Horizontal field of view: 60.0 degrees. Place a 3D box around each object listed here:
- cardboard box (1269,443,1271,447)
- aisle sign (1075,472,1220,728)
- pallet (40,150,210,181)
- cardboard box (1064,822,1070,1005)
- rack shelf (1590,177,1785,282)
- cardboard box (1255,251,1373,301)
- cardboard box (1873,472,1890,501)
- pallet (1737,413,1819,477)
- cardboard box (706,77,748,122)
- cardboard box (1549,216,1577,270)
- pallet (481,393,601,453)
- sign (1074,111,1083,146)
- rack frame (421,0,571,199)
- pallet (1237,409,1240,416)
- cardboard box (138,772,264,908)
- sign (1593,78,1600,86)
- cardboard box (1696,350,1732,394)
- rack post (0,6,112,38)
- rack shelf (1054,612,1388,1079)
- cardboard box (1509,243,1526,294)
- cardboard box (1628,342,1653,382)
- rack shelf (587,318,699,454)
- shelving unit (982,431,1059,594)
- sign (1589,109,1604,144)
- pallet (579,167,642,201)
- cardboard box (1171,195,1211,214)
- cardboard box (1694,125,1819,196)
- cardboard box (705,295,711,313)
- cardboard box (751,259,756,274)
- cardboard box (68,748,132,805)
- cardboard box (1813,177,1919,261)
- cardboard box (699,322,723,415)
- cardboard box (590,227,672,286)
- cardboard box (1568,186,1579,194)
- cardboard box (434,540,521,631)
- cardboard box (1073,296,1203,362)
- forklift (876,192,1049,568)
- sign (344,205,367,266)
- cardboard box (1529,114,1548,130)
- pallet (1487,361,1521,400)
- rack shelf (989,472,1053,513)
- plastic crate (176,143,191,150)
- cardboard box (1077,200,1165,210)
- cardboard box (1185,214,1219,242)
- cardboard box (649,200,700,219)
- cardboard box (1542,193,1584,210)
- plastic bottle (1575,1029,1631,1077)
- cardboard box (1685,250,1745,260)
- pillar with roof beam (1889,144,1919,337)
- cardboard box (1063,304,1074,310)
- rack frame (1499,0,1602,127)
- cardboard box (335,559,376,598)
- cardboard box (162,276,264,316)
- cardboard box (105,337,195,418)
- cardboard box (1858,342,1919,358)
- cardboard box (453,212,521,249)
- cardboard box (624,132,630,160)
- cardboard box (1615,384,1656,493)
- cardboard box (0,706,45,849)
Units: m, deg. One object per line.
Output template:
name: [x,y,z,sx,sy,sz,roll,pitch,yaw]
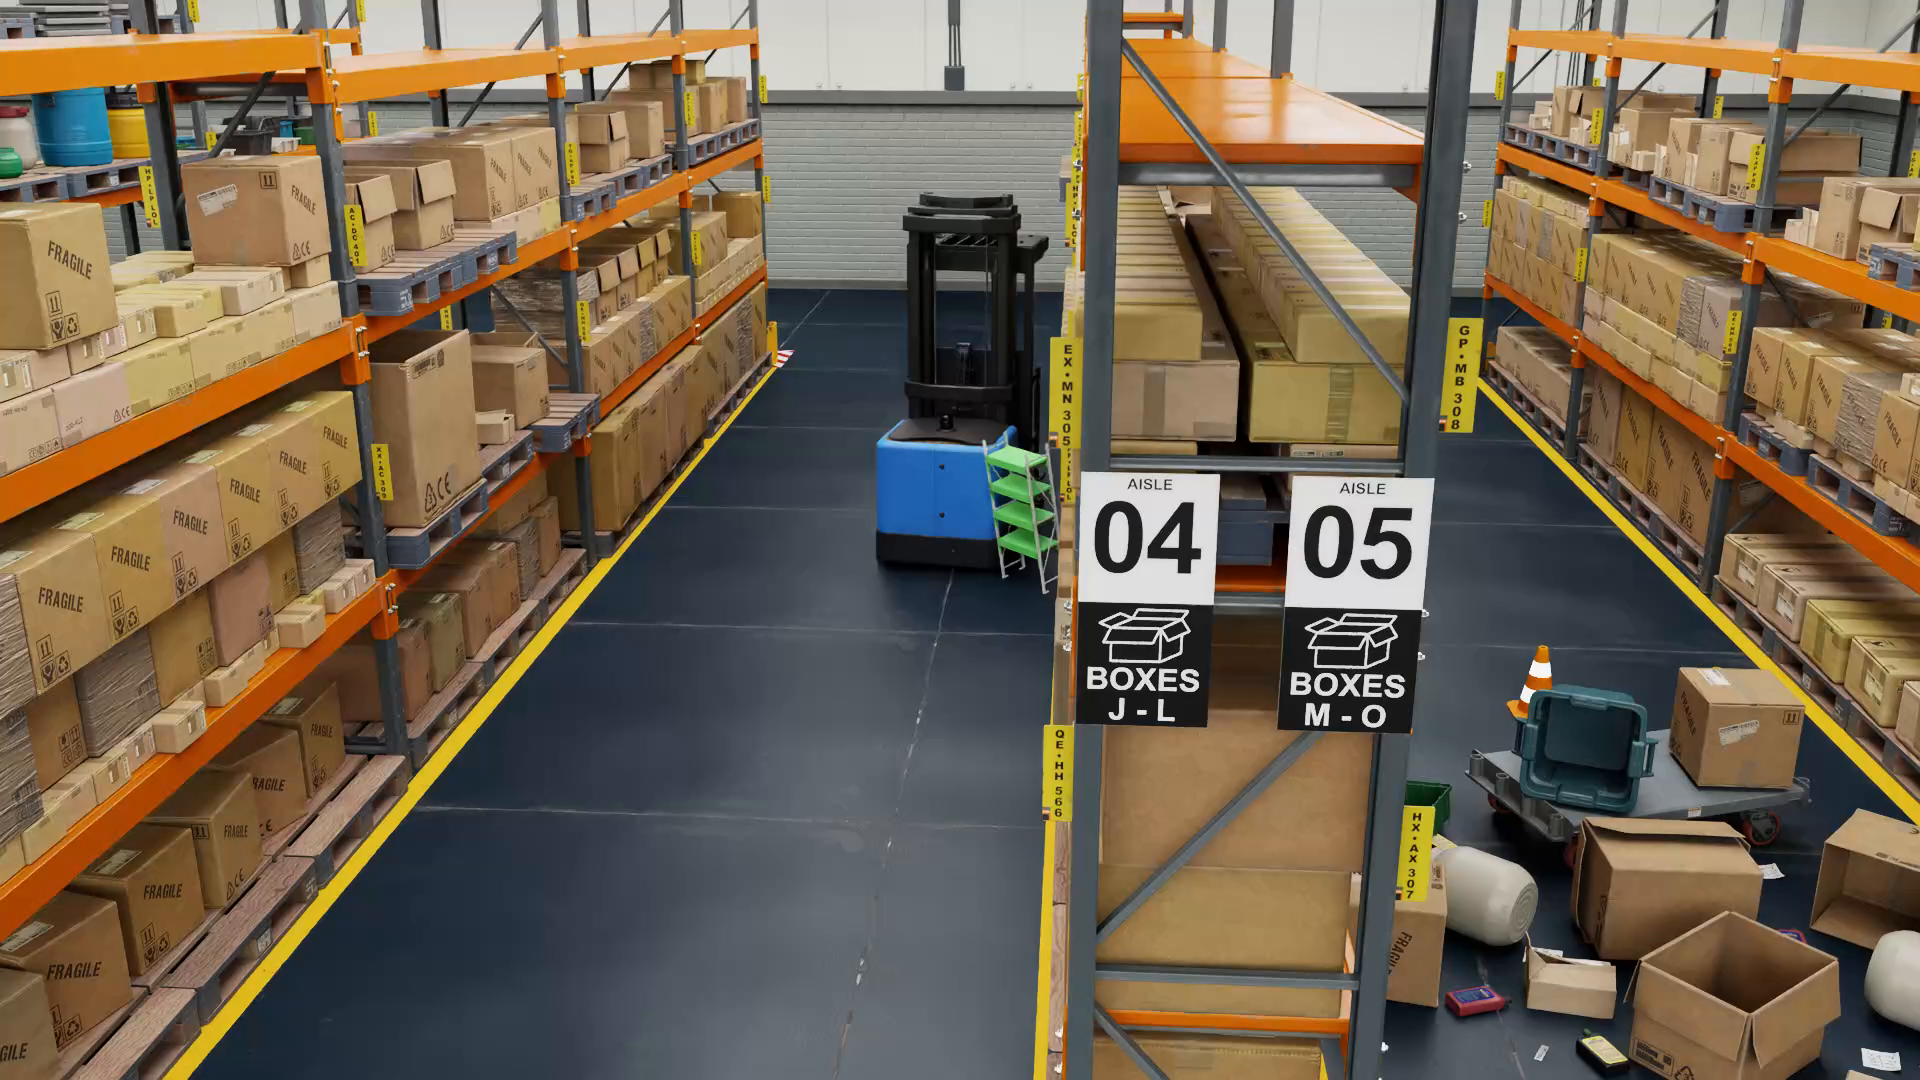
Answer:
cardboard box: [1.228,-0.406,5.595,0.380,0.149,0.250,1,18,4]
aisle sign: [0.544,0.184,4.870,0.394,0.787,0.004,1,18,4]
pallet: [-8.131,-3.666,16.279,1.213,0.211,1.003,1,18,4]
cardboard box: [0.892,1.729,7.068,0.875,0.875,0.875,1,18,3]
rack shelf: [6.509,-2.706,14.203,1.077,0.370,4.000,1,18,4]
cardboard box: [1.263,-0.940,5.947,0.380,0.149,0.250,1,18,3]
cardboard box: [5.928,-0.322,10.318,0.380,0.149,0.250,1,18,4]
pallet: [6.421,-0.687,12.010,1.213,0.211,1.003,1,18,4]
cardboard box: [-2.929,-5.265,19.860,0.700,0.500,0.500,0,18,1]
cardboard box: [6.456,-3.077,17.229,0.500,0.500,0.500,1,18,3]
pallet: [-3.463,-0.908,12.685,1.213,0.211,1.003,1,18,4]
sign: [1.166,-4.004,16.178,0.100,0.325,0.005,1,18,4]
rack frame: [-3.519,-4.074,12.404,1.000,3.000,0.127,1,18,4]
pallet: [0.975,-0.590,6.731,1.003,0.211,1.213,1,18,4]
cardboard box: [-3.874,1.504,8.357,0.500,0.500,0.500,0,18,-1]
sign: [7.480,-5.278,19.603,0.100,0.325,0.005,1,18,4]
cardboard box: [6.147,-1.324,13.085,0.500,0.250,0.500,1,18,4]
rack post: [-8.190,-4.558,14.683,0.937,0.300,0.954,3,18,10]
rack shelf: [0.991,1.125,7.329,1.077,0.370,4.000,1,18,4]
cardboard box: [6.556,-3.076,18.832,0.500,0.500,0.500,1,18,4]
cardboard box: [6.225,-1.567,14.630,0.500,0.250,0.500,1,18,3]
rack shelf: [-3.375,-1.502,15.345,1.077,0.370,4.000,1,18,4]
shelving unit: [0.510,-0.217,13.107,0.258,1.200,0.503,-26,29,-32]
sign: [6.099,-3.965,15.930,0.100,0.325,0.005,1,18,4]
pallet: [-3.448,-3.107,14.574,1.003,0.211,1.213,2,18,6]
cardboard box: [1.480,-2.024,10.345,0.396,0.266,0.258,1,18,4]
cardboard box: [6.247,-2.986,13.066,0.700,0.500,0.500,0,18,1]
cardboard box: [-2.860,-2.512,17.675,0.380,0.149,0.250,1,18,2]
cardboard box: [-2.678,-3.311,20.114,0.380,0.149,0.250,1,18,4]
cardboard box: [-3.742,0.988,6.994,0.380,0.149,0.250,1,18,4]
cardboard box: [6.288,-2.180,11.282,0.700,0.500,0.500,1,18,4]
cardboard box: [-3.105,-1.858,18.015,0.875,0.875,0.875,1,18,4]
cardboard box: [-3.269,-2.791,16.351,0.797,0.503,0.637,1,18,2]
cardboard box: [7.036,-3.883,18.648,0.380,0.149,0.250,1,18,3]
cardboard box: [-3.607,0.313,11.958,0.700,0.500,0.500,3,18,9]
cardboard box: [0.534,-0.640,5.031,0.380,0.149,0.250,1,18,4]
forklift: [0.150,-1.583,14.547,1.130,2.935,3.031,4,19,13]
sign: [-3.264,-1.642,8.969,0.100,0.325,0.005,1,18,4]
cardboard box: [6.632,-4.707,18.721,0.380,0.149,0.250,2,18,6]
pallet: [6.960,-1.911,19.916,1.003,0.211,1.213,1,18,4]
rack shelf: [0.485,-0.375,13.034,0.258,0.148,0.480,-26,29,-32]
plastic crate: [-8.443,-4.039,17.455,0.450,0.188,0.662,1,18,4]
cardboard box: [0.716,-1.428,7.435,0.380,0.149,0.250,1,18,3]
cardboard box: [1.355,-1.422,8.058,0.500,0.250,0.500,1,18,3]
cardboard box: [-3.316,-3.675,19.379,0.500,0.500,0.500,1,18,2]
cardboard box: [6.515,-3.650,17.937,0.380,0.149,0.250,1,18,4]
plastic bottle: [2.836,2.272,7.391,0.133,0.061,0.283,-5,19,-15]
cardboard box: [6.786,-2.304,14.872,0.500,0.500,0.500,2,18,6]
pillar with roof beam: [8.689,-7.141,21.764,9.100,9.000,0.400,1,18,4]
cardboard box: [1.077,-1.923,14.249,0.380,0.149,0.250,1,18,4]
rack frame: [6.939,-6.337,19.311,1.000,3.000,0.127,1,18,4]
cardboard box: [-3.528,0.212,9.362,0.380,0.149,0.250,1,18,4]
cardboard box: [-3.576,-1.170,7.959,0.380,0.149,0.250,1,18,2]
cardboard box: [-3.697,-0.712,7.203,0.500,0.250,0.500,2,18,6]
cardboard box: [6.585,-1.082,11.595,0.500,0.500,0.500,1,18,3]
cardboard box: [-3.369,-2.114,11.480,0.500,0.250,0.500,2,18,5]
cardboard box: [-3.400,-3.709,15.577,0.500,0.311,0.500,1,18,2]
cardboard box: [6.631,-0.959,15.270,0.875,0.875,0.875,2,18,6]
cardboard box: [-4.025,0.903,6.213,0.875,0.500,0.500,1,18,4]
